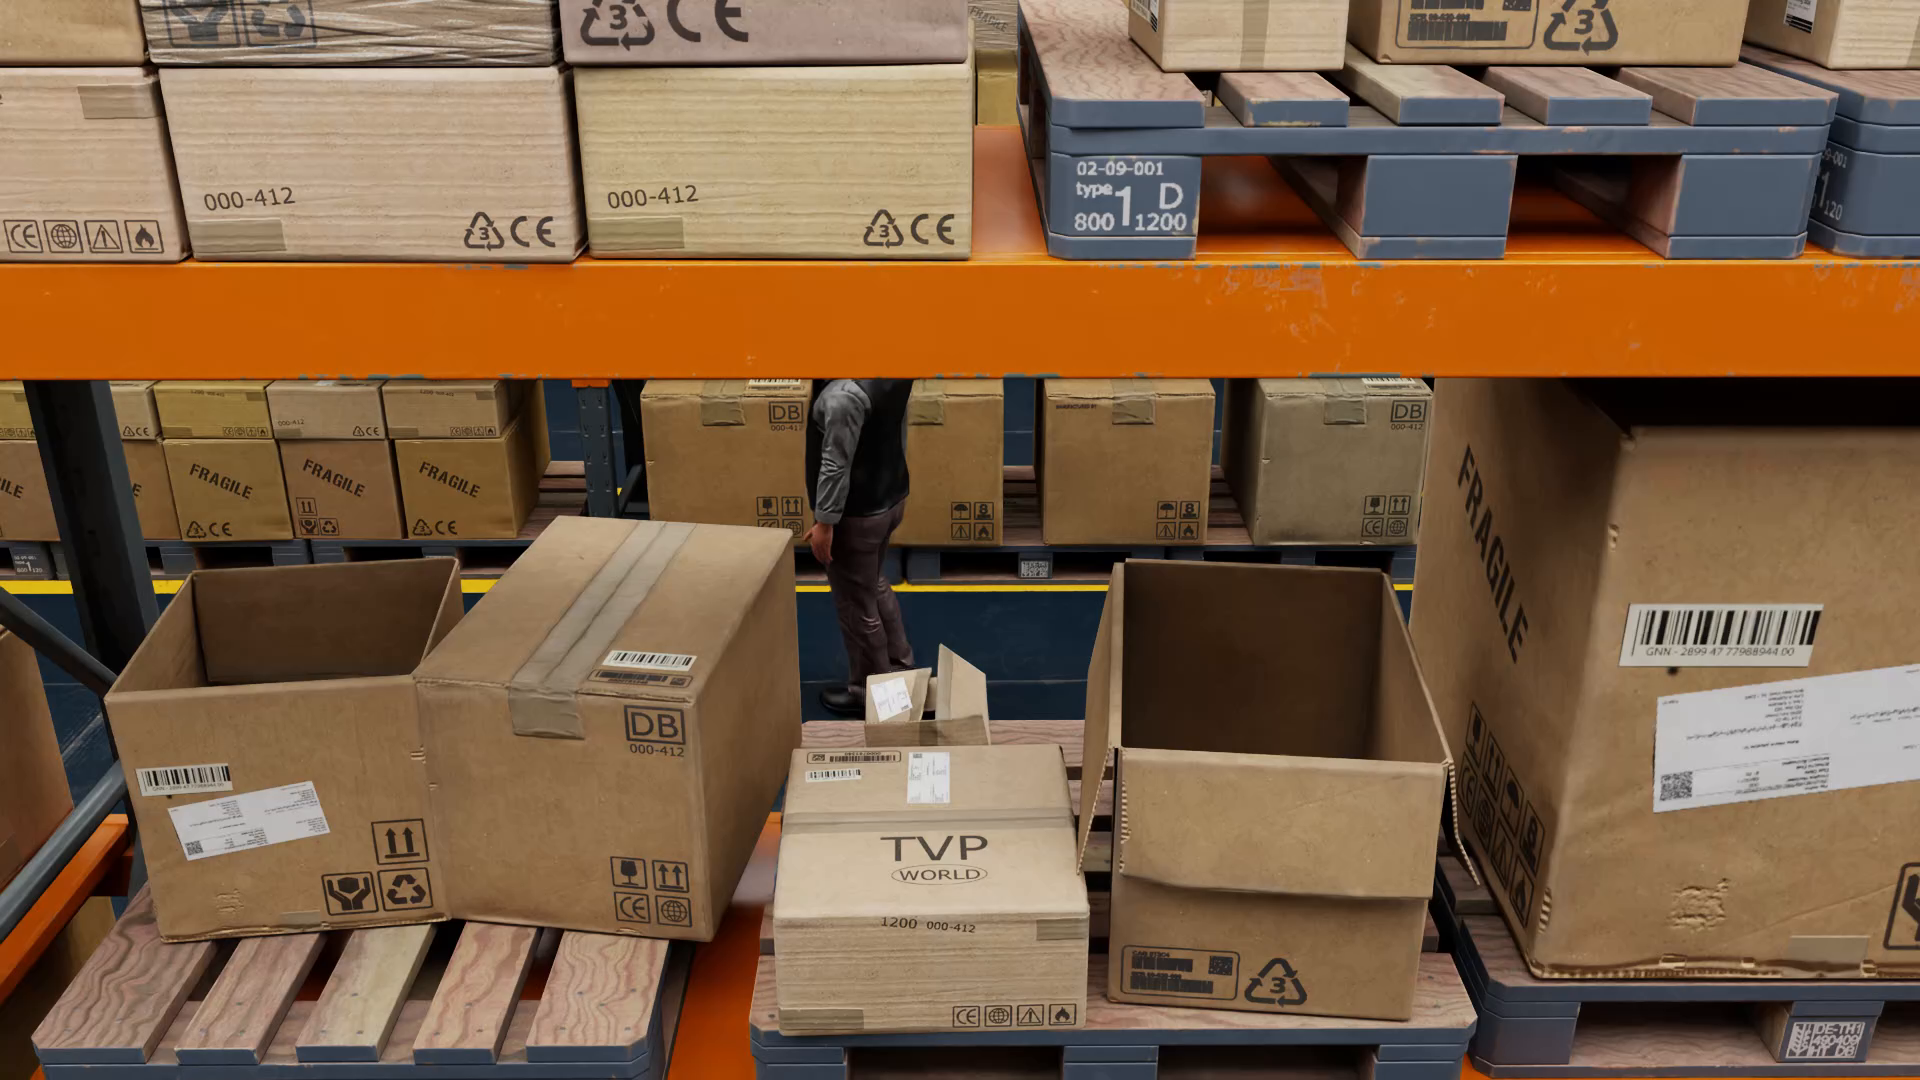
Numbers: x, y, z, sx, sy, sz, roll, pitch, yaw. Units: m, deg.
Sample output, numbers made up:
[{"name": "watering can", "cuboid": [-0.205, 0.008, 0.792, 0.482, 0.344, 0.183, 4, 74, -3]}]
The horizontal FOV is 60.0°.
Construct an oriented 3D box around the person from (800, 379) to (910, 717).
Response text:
[{"name": "person", "cuboid": [-0.389, -0.127, 6.425, 0.354, 1.740, 0.645, 9, 25, 19]}]
